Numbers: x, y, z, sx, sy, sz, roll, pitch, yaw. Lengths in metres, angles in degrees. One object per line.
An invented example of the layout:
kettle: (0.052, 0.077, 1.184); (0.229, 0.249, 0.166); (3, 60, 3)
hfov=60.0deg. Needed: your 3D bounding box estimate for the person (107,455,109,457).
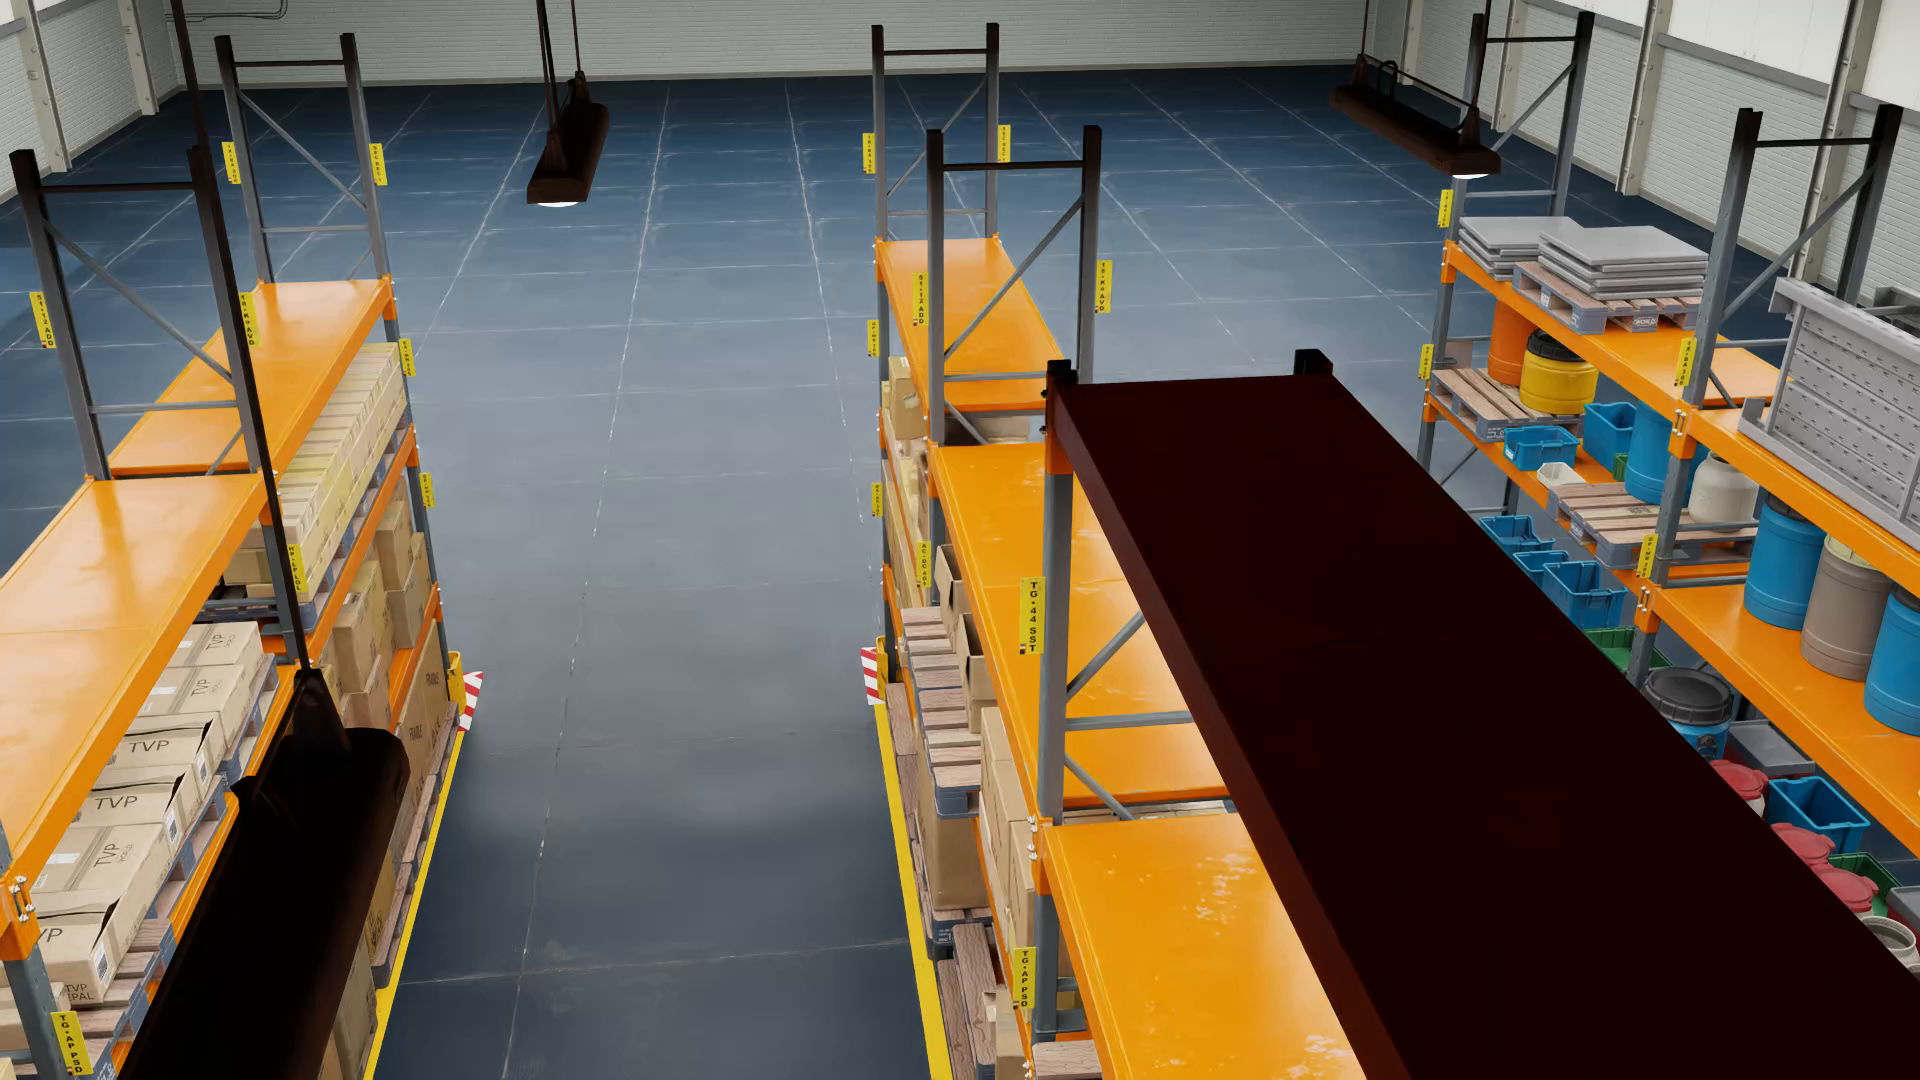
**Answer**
person: (-8.148, 0.026, 16.403); (0.378, 1.801, 0.736); (-17, 30, -31)
